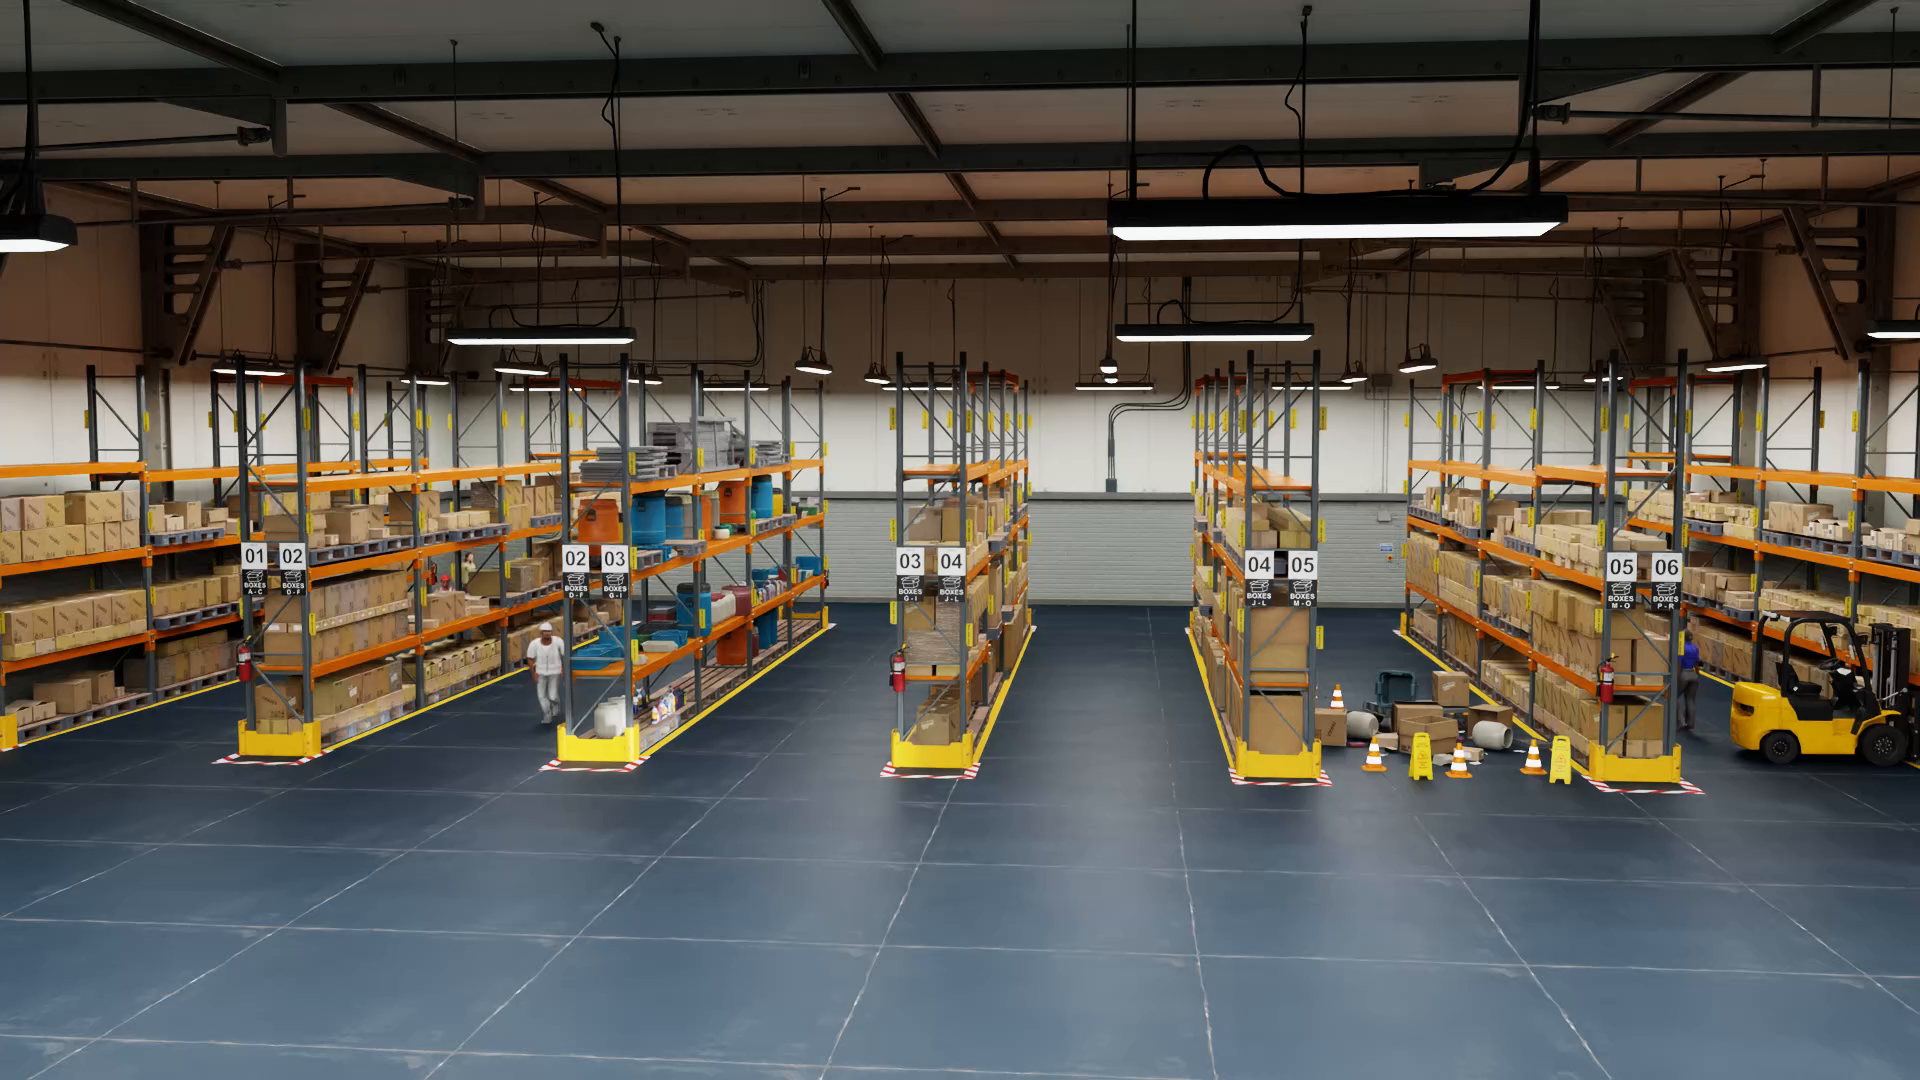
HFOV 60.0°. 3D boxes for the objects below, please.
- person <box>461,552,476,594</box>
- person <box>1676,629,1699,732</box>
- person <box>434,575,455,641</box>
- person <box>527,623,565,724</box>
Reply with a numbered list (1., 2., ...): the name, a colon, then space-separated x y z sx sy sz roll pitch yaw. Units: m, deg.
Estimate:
1. person: -12.658 1.119 43.050 1.073 1.606 0.452 1 4 12
2. person: 11.737 2.279 26.907 0.500 1.690 0.377 -1 4 -19
3. person: -10.964 1.604 35.336 0.518 1.725 1.067 1 4 9
4. person: -6.836 2.199 27.610 0.654 1.704 0.629 0 4 -1
